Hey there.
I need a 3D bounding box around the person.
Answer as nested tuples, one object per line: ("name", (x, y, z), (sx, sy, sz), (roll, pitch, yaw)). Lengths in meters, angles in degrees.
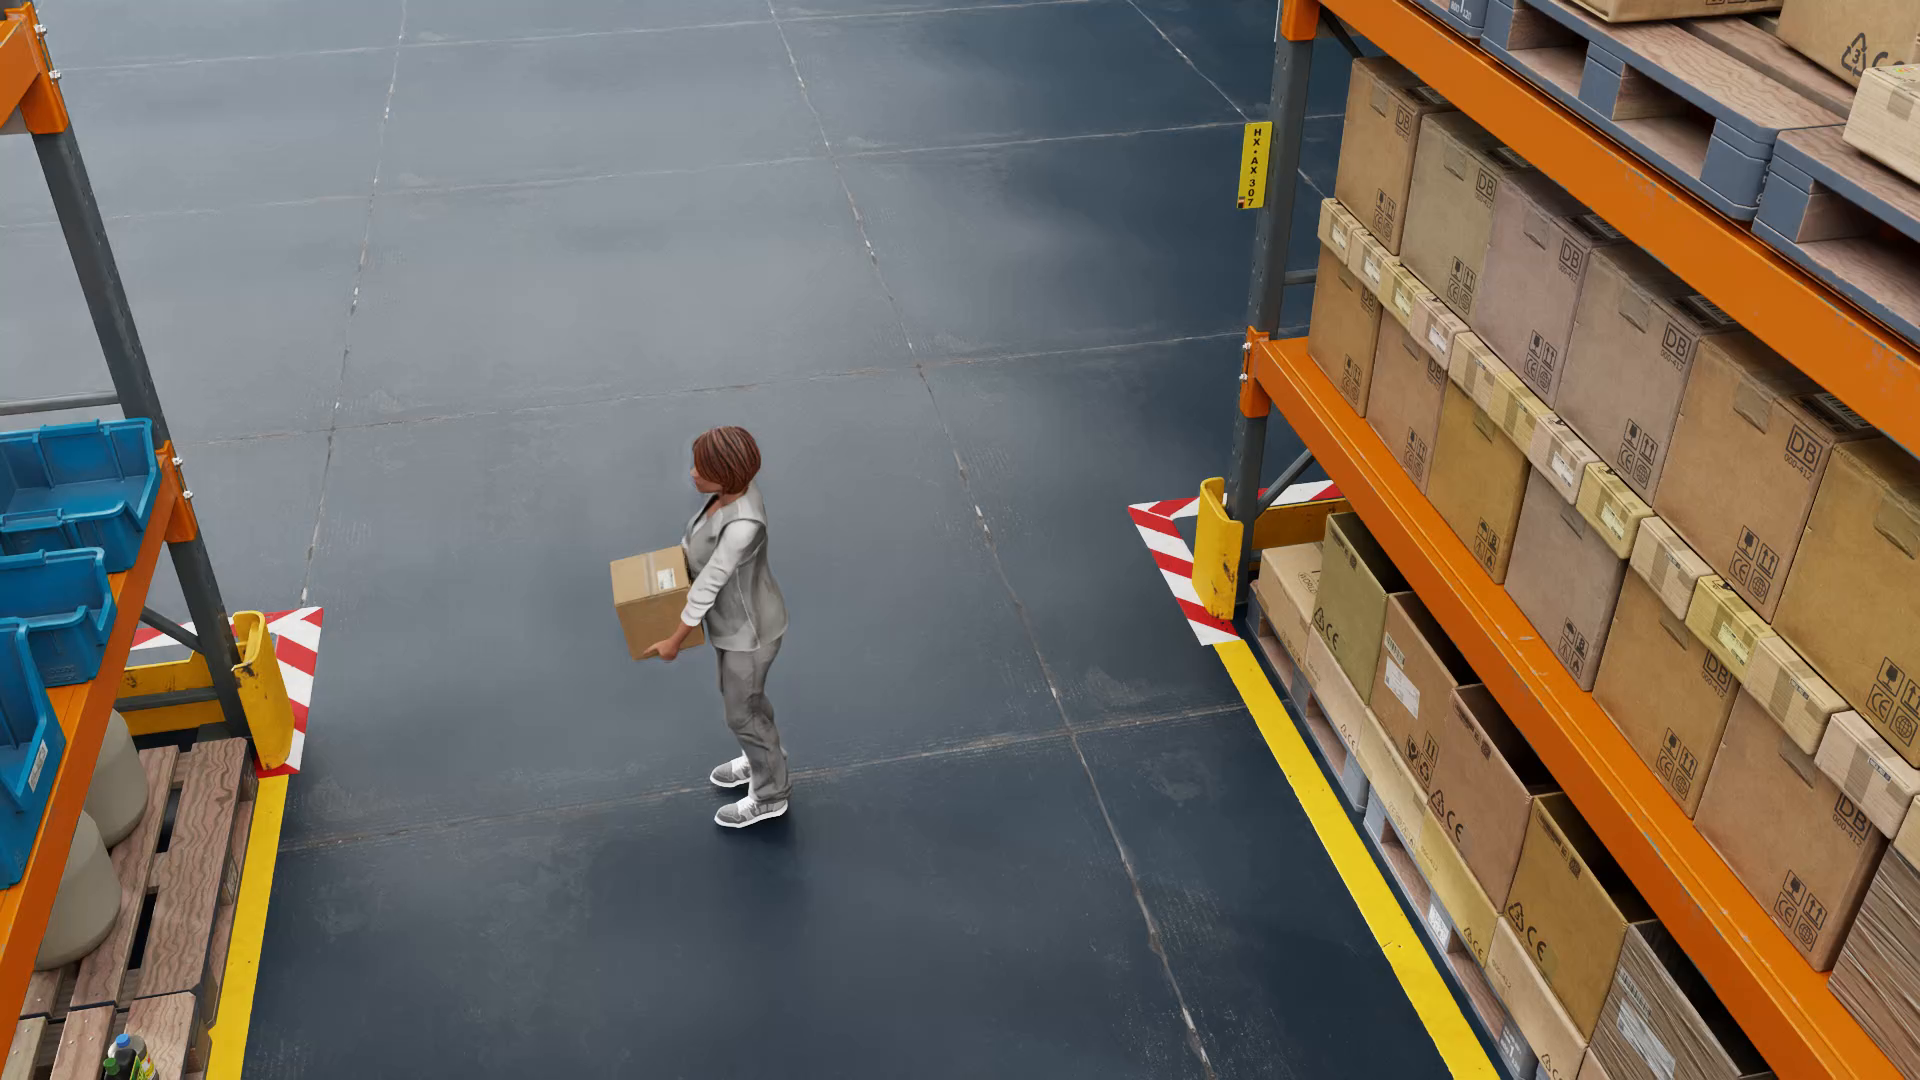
("person", (-0.837, 0.313, 5.711), (0.502, 1.594, 0.375), (-8, 36, -11))
